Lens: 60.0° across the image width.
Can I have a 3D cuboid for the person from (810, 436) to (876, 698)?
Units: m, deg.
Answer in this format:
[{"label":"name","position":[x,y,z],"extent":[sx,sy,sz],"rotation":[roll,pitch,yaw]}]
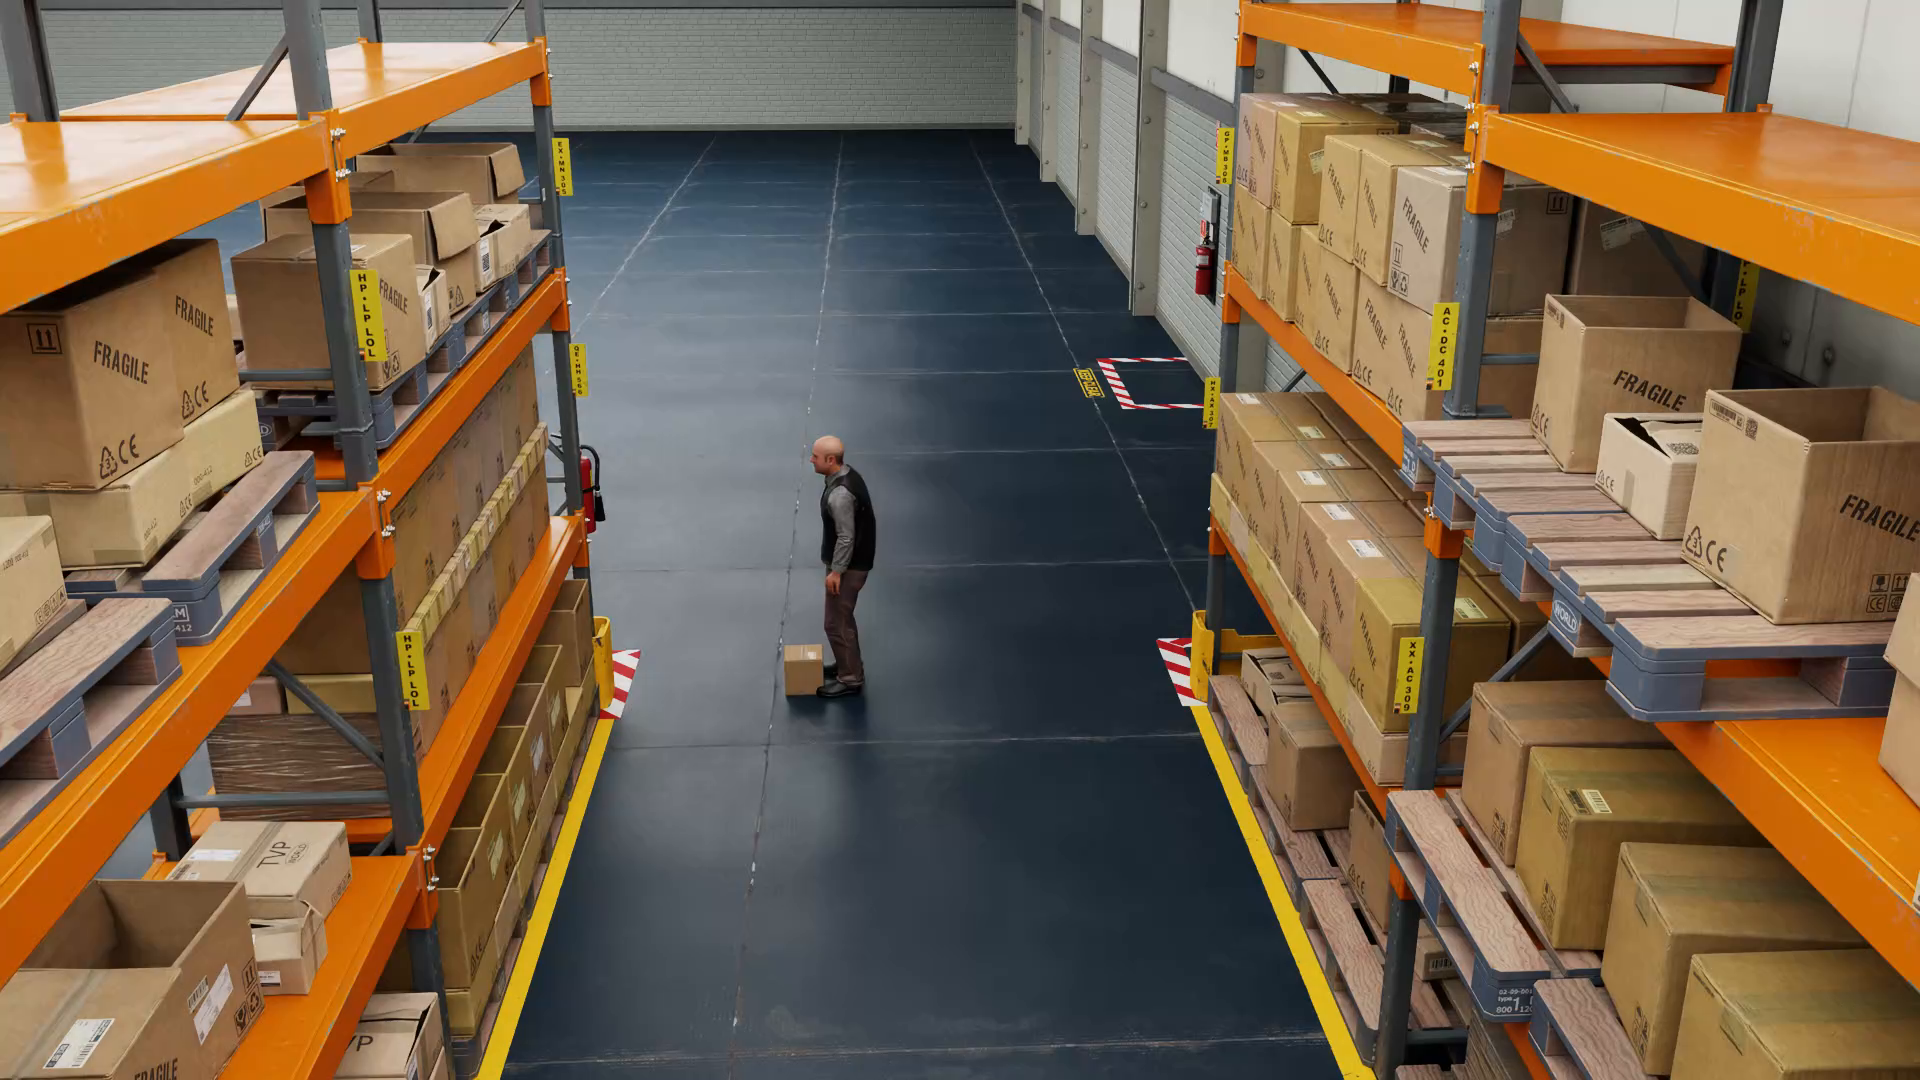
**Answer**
[{"label":"person","position":[-0.744,0.152,10.697],"extent":[0.420,1.721,0.581],"rotation":[-1,20,-3]}]
